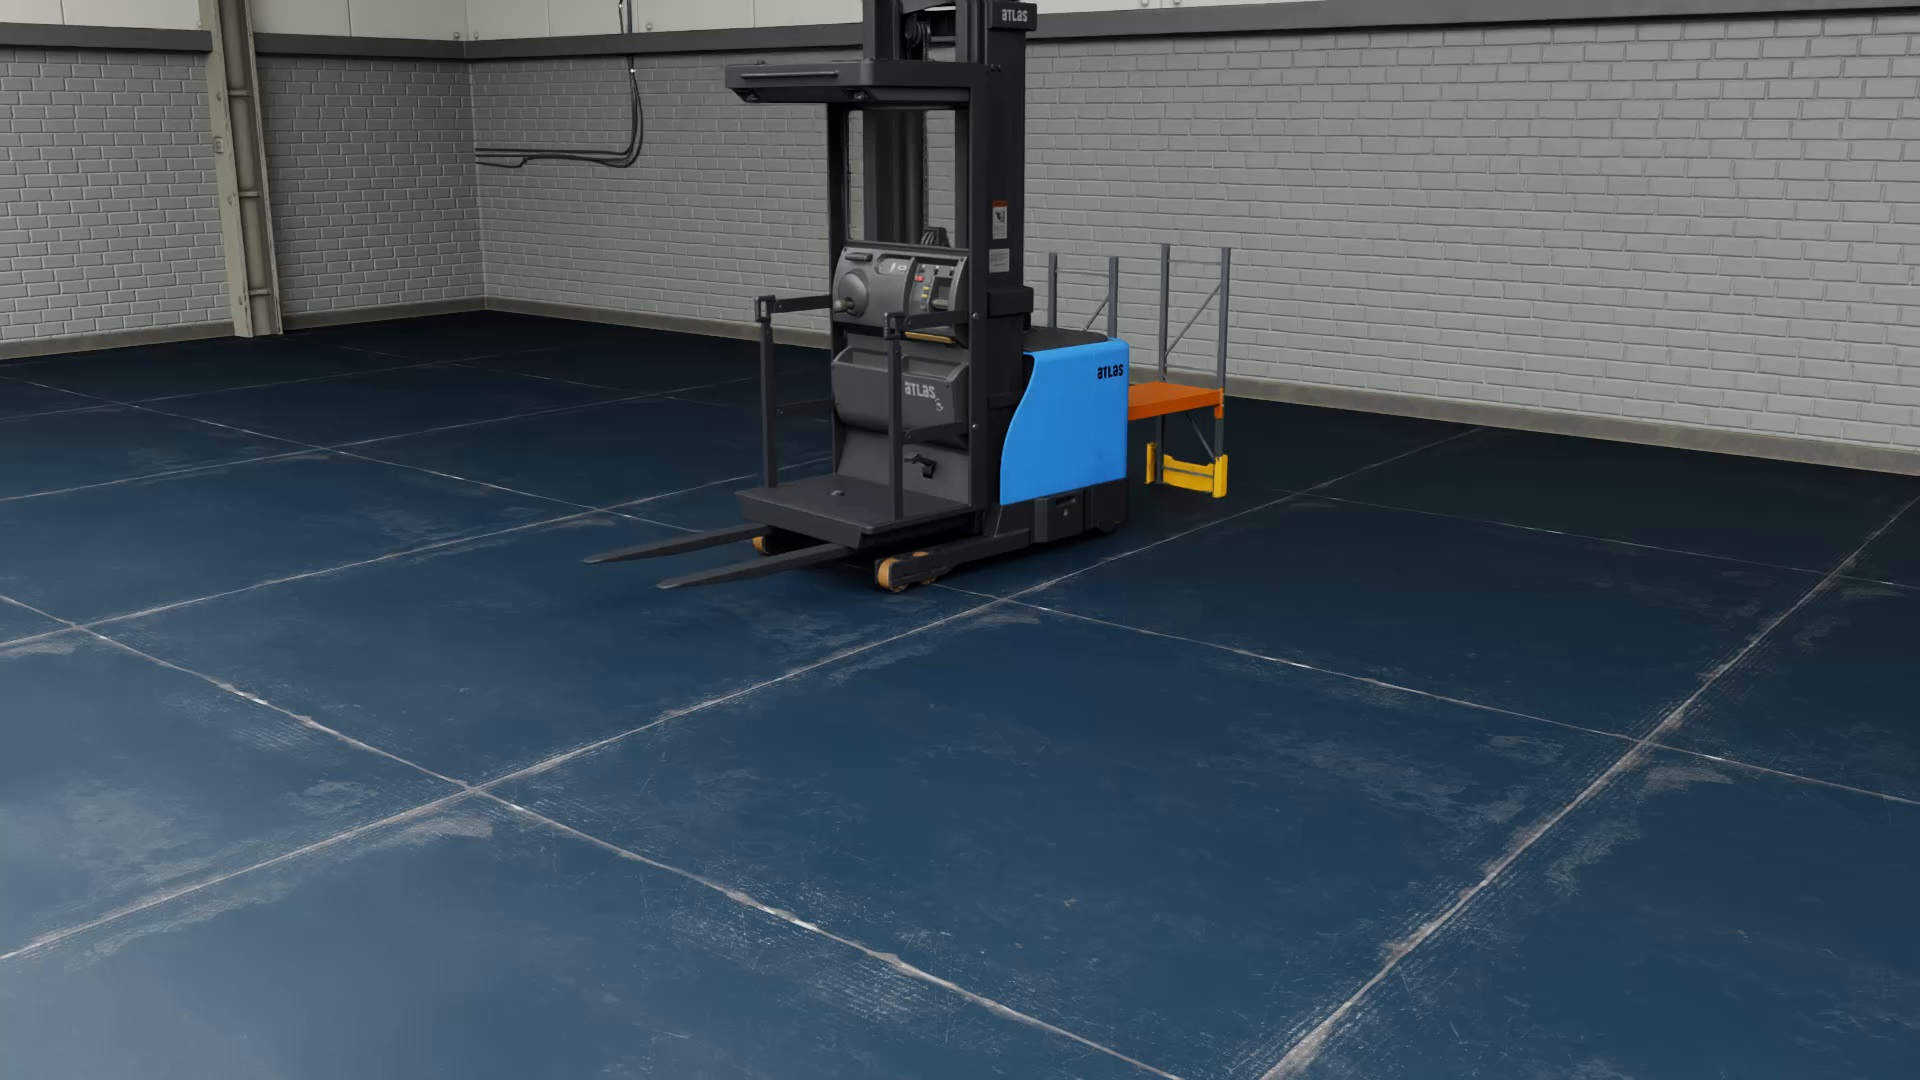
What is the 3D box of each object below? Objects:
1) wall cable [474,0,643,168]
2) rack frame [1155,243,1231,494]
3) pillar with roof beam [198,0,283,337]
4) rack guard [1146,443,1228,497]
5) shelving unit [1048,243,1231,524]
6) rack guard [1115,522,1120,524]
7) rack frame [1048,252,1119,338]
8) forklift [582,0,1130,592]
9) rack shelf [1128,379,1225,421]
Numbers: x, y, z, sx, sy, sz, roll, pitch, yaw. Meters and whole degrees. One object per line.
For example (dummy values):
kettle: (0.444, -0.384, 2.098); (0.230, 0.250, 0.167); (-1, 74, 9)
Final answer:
wall cable: (-4.611, -5.411, 18.454); (3.097, 2.526, 0.112); (11, 18, 38)
rack frame: (1.420, -1.048, 10.203); (0.032, 1.500, 0.500); (-13, 19, -42)
pillar with roof beam: (-4.143, -5.890, 14.034); (9.100, 9.000, 0.400); (11, 18, 38)
rack guard: (1.406, -0.439, 10.343); (0.087, 0.250, 0.587); (-13, 19, -42)
shelving unit: (1.049, -0.959, 9.853); (1.083, 1.500, 0.587); (-13, 19, -42)
rack guard: (0.691, -0.268, 9.671); (0.087, 0.250, 0.587); (-13, 19, -42)
rack frame: (0.690, -0.874, 9.516); (0.032, 1.500, 0.500); (-13, 19, -42)
forklift: (-0.465, -1.310, 8.325); (3.031, 2.935, 1.130); (-13, 19, -42)
rack shelf: (1.055, -0.787, 9.904); (1.000, 0.185, 0.538); (-13, 19, -42)
